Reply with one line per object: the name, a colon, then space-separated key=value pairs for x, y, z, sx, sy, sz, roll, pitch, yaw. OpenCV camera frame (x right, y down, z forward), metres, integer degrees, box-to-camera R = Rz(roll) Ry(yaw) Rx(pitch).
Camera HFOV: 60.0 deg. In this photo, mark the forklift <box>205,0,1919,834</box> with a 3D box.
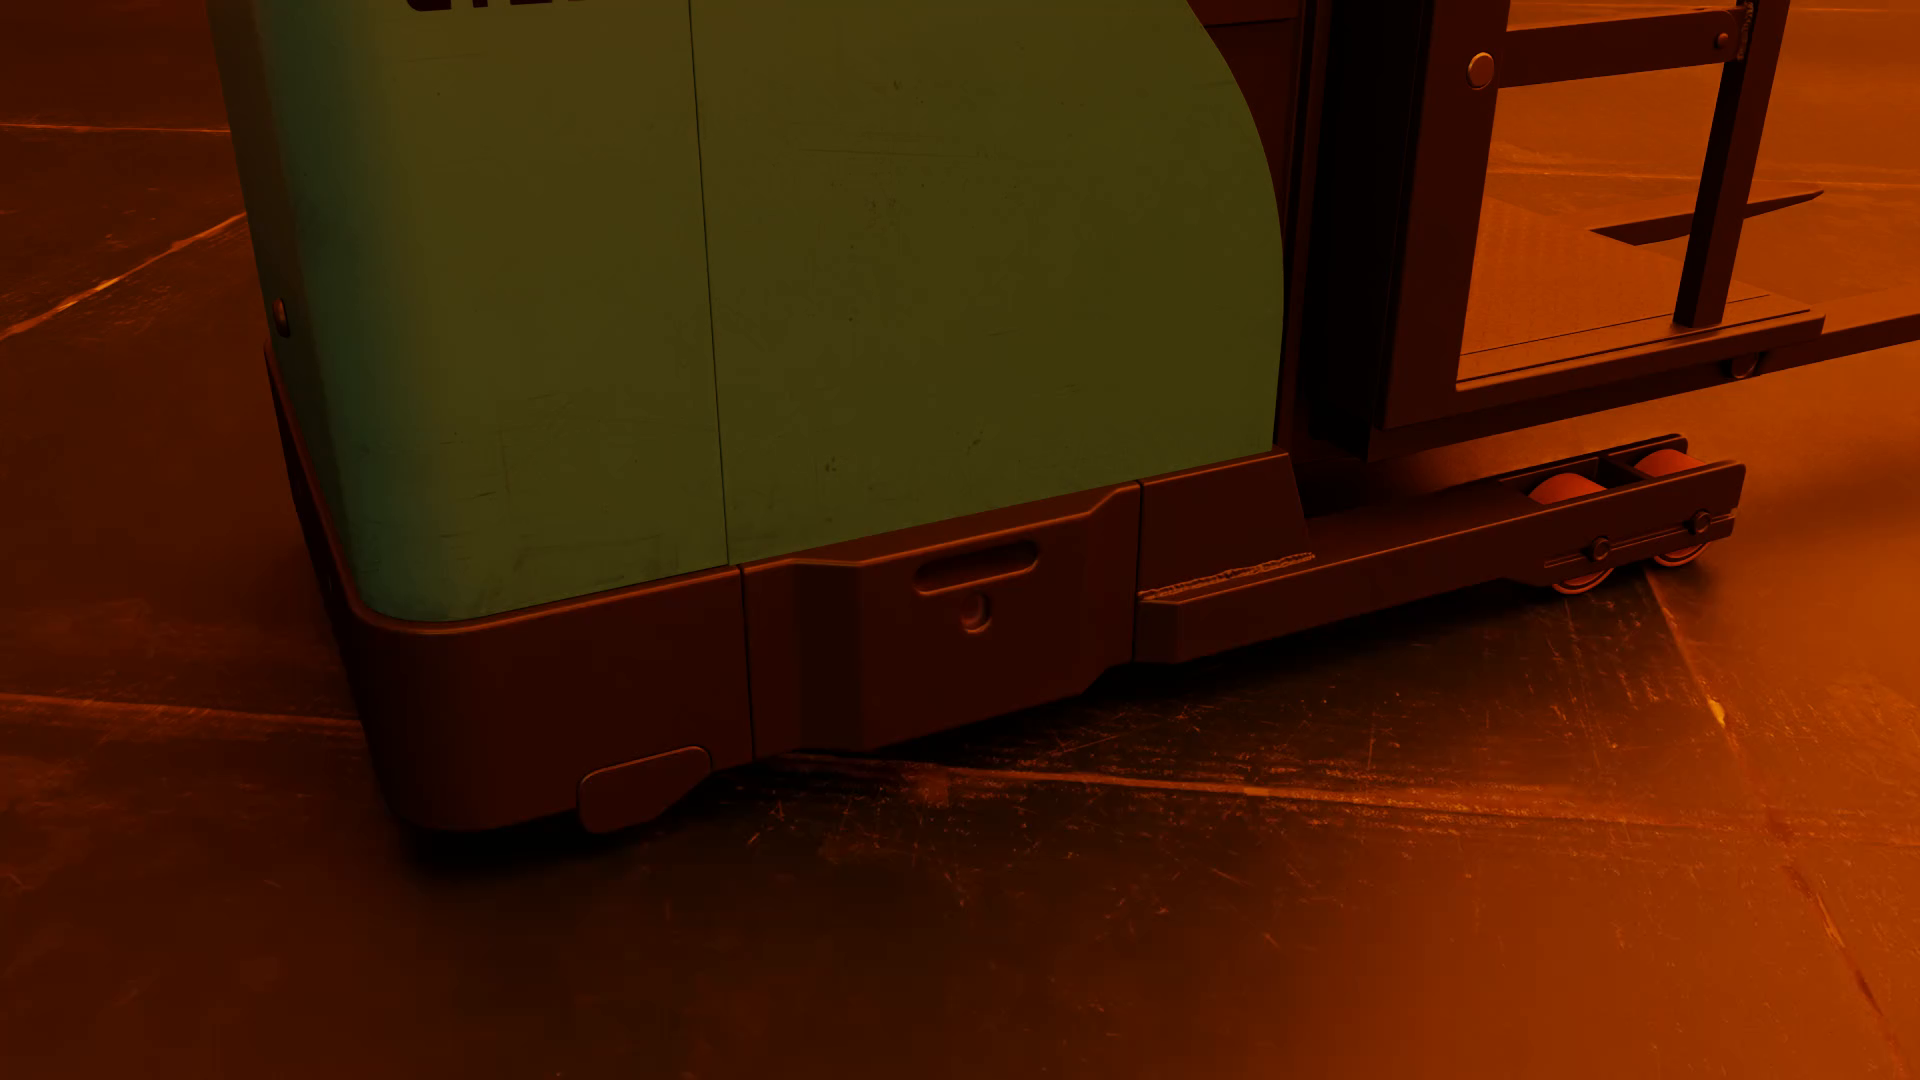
forklift: x=0.561 y=-1.434 z=2.091 sx=3.031 sy=2.935 sz=1.130 roll=-12 pitch=29 yaw=-23
